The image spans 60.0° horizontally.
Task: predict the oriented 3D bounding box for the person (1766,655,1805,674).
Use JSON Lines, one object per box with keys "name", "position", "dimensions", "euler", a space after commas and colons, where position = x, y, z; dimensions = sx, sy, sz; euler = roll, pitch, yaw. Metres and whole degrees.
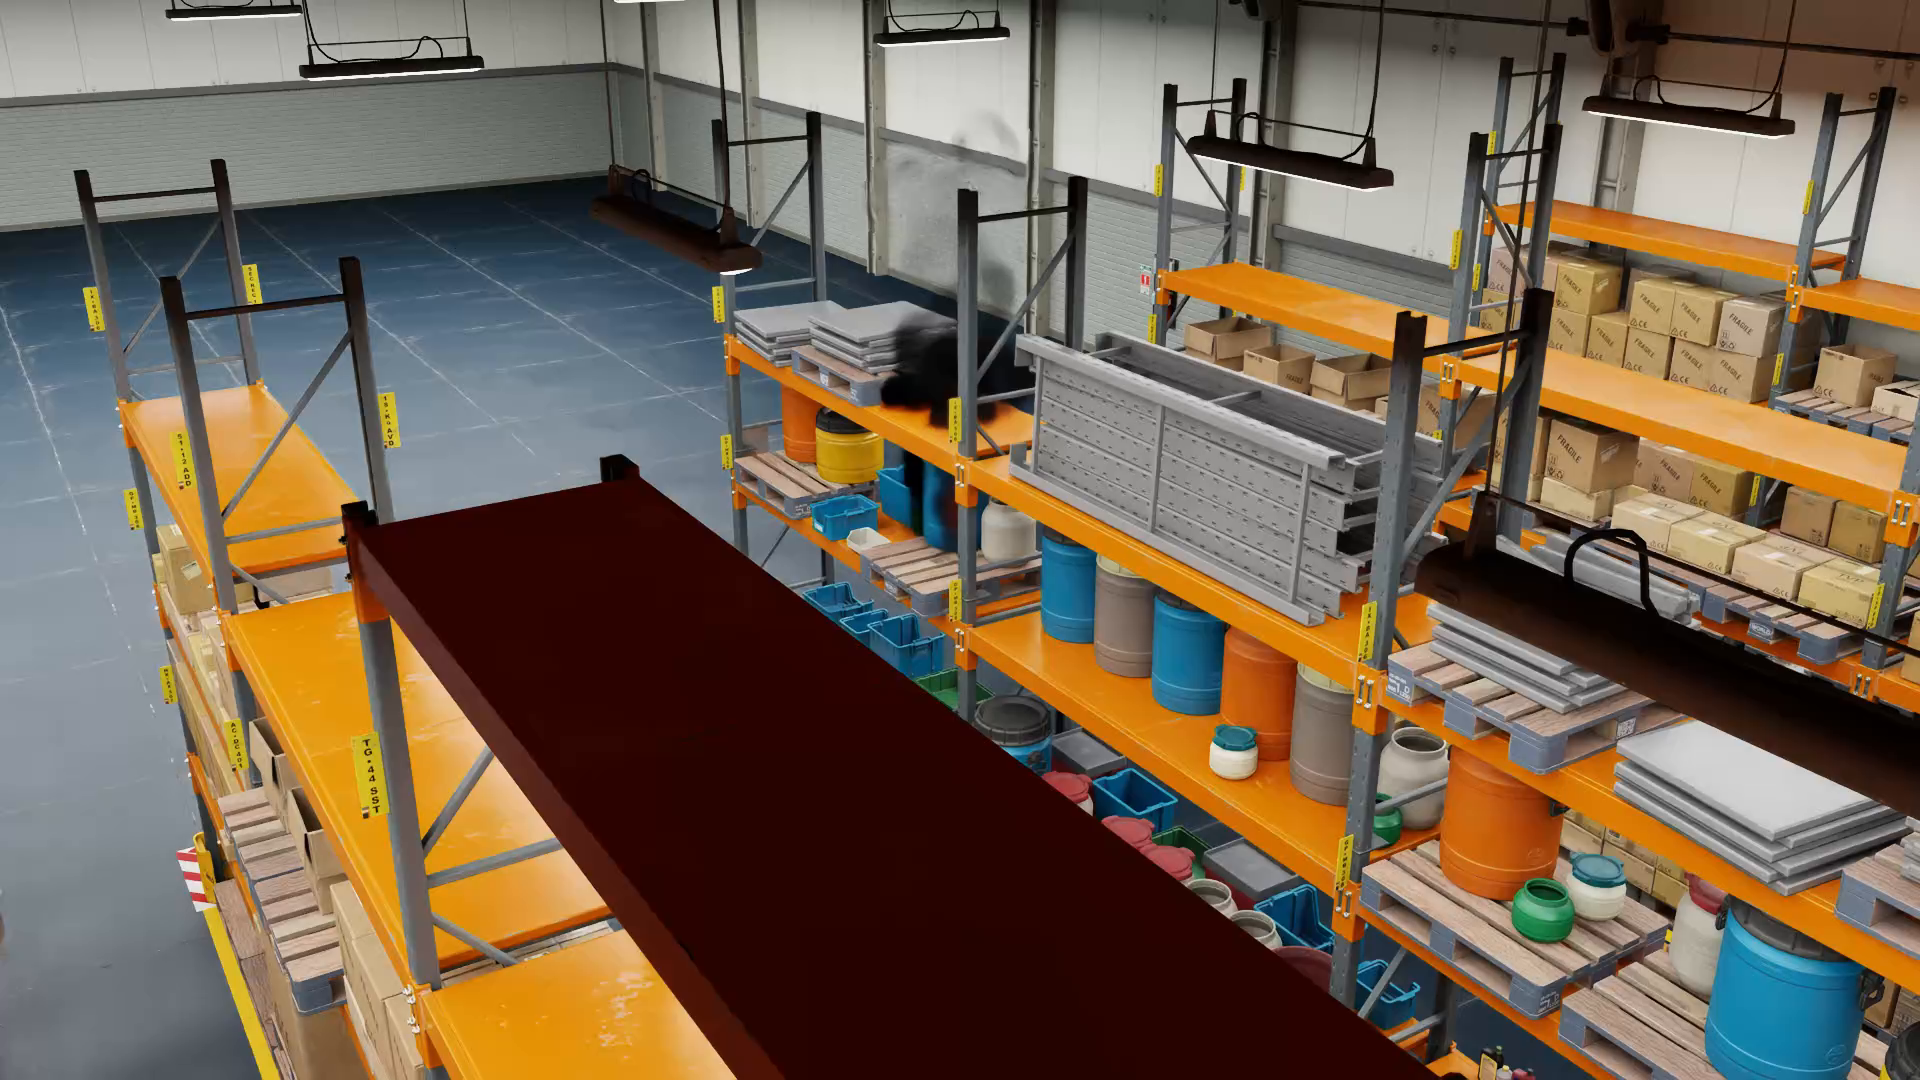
{"name": "person", "position": [7.293, 1.598, 15.118], "dimensions": [0.669, 1.736, 0.591], "euler": [-17, 28, -36]}
